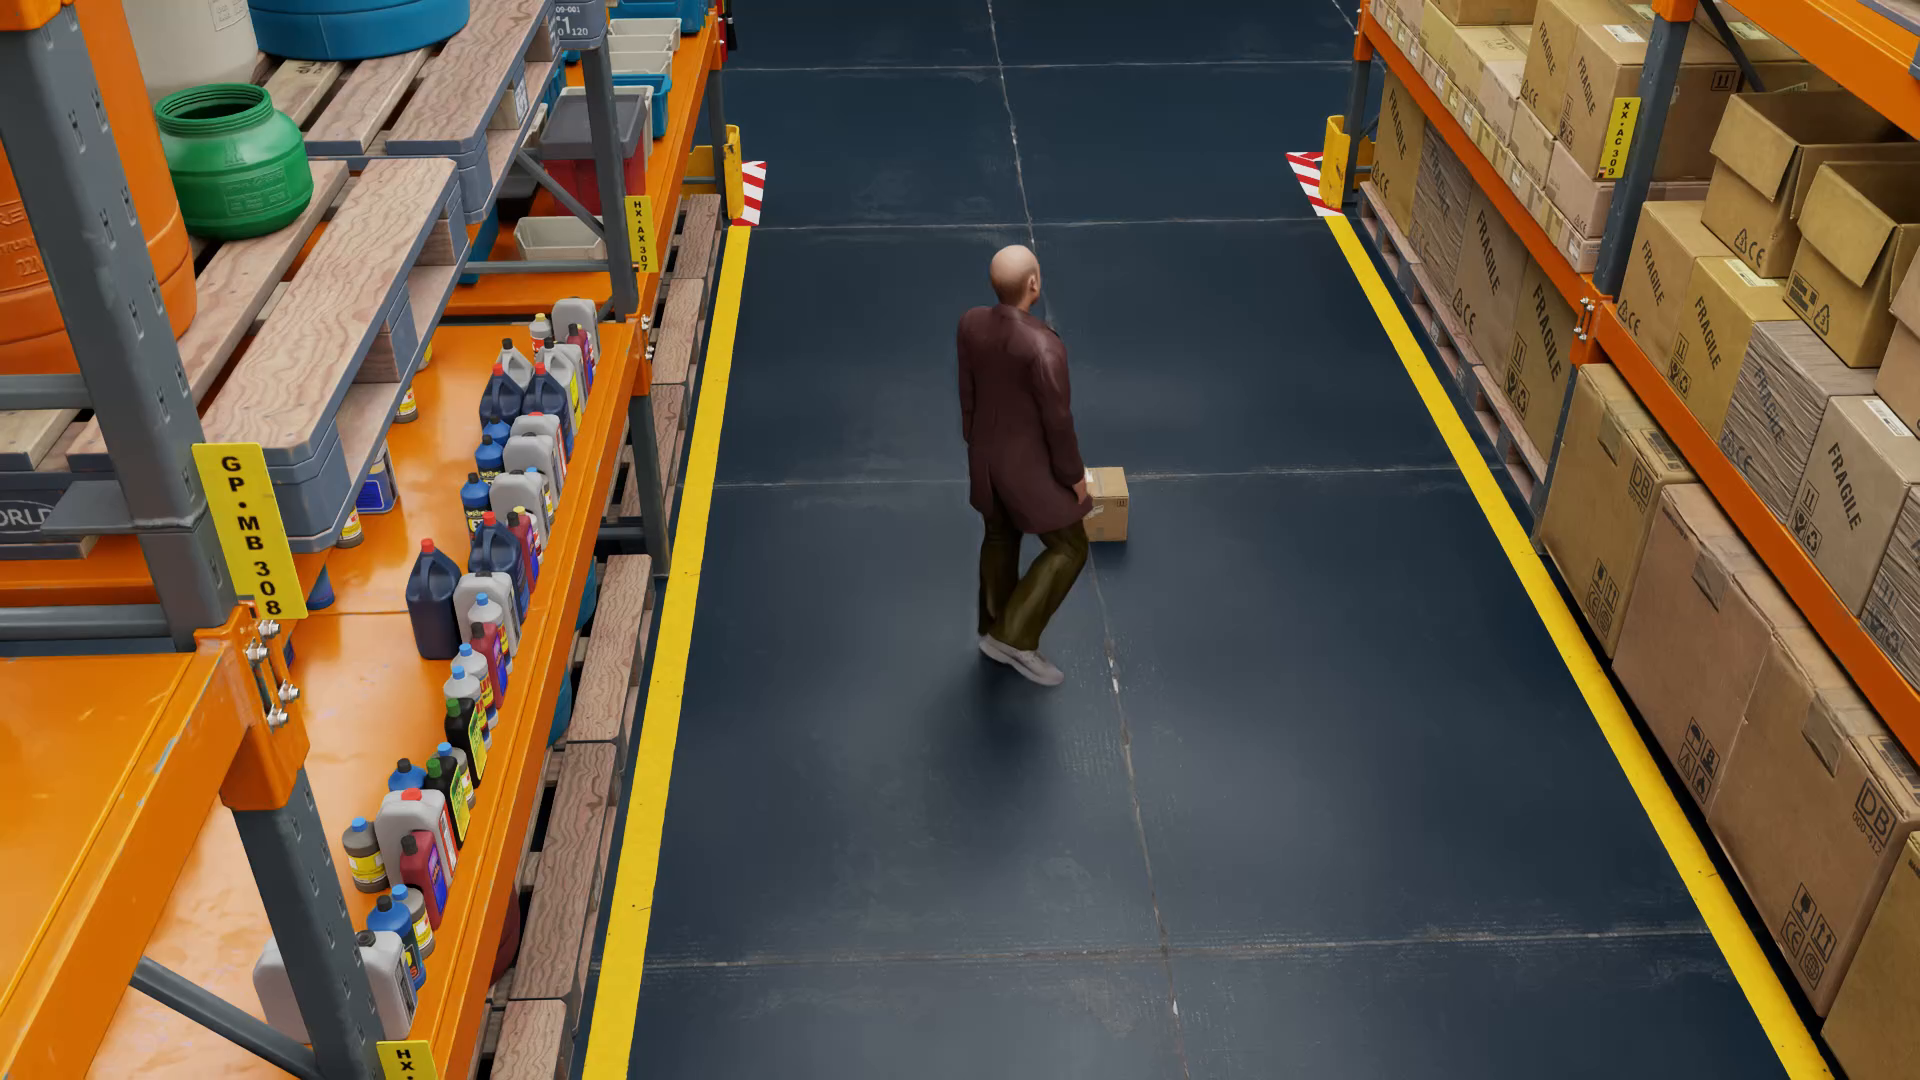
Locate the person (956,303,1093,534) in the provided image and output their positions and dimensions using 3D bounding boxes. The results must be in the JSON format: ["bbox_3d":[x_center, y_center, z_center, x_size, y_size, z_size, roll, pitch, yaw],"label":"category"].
[{"bbox_3d":[0.251,-0.506,6.469,0.377,0.945,0.630,-26,43,-33],"label":"person"}]
